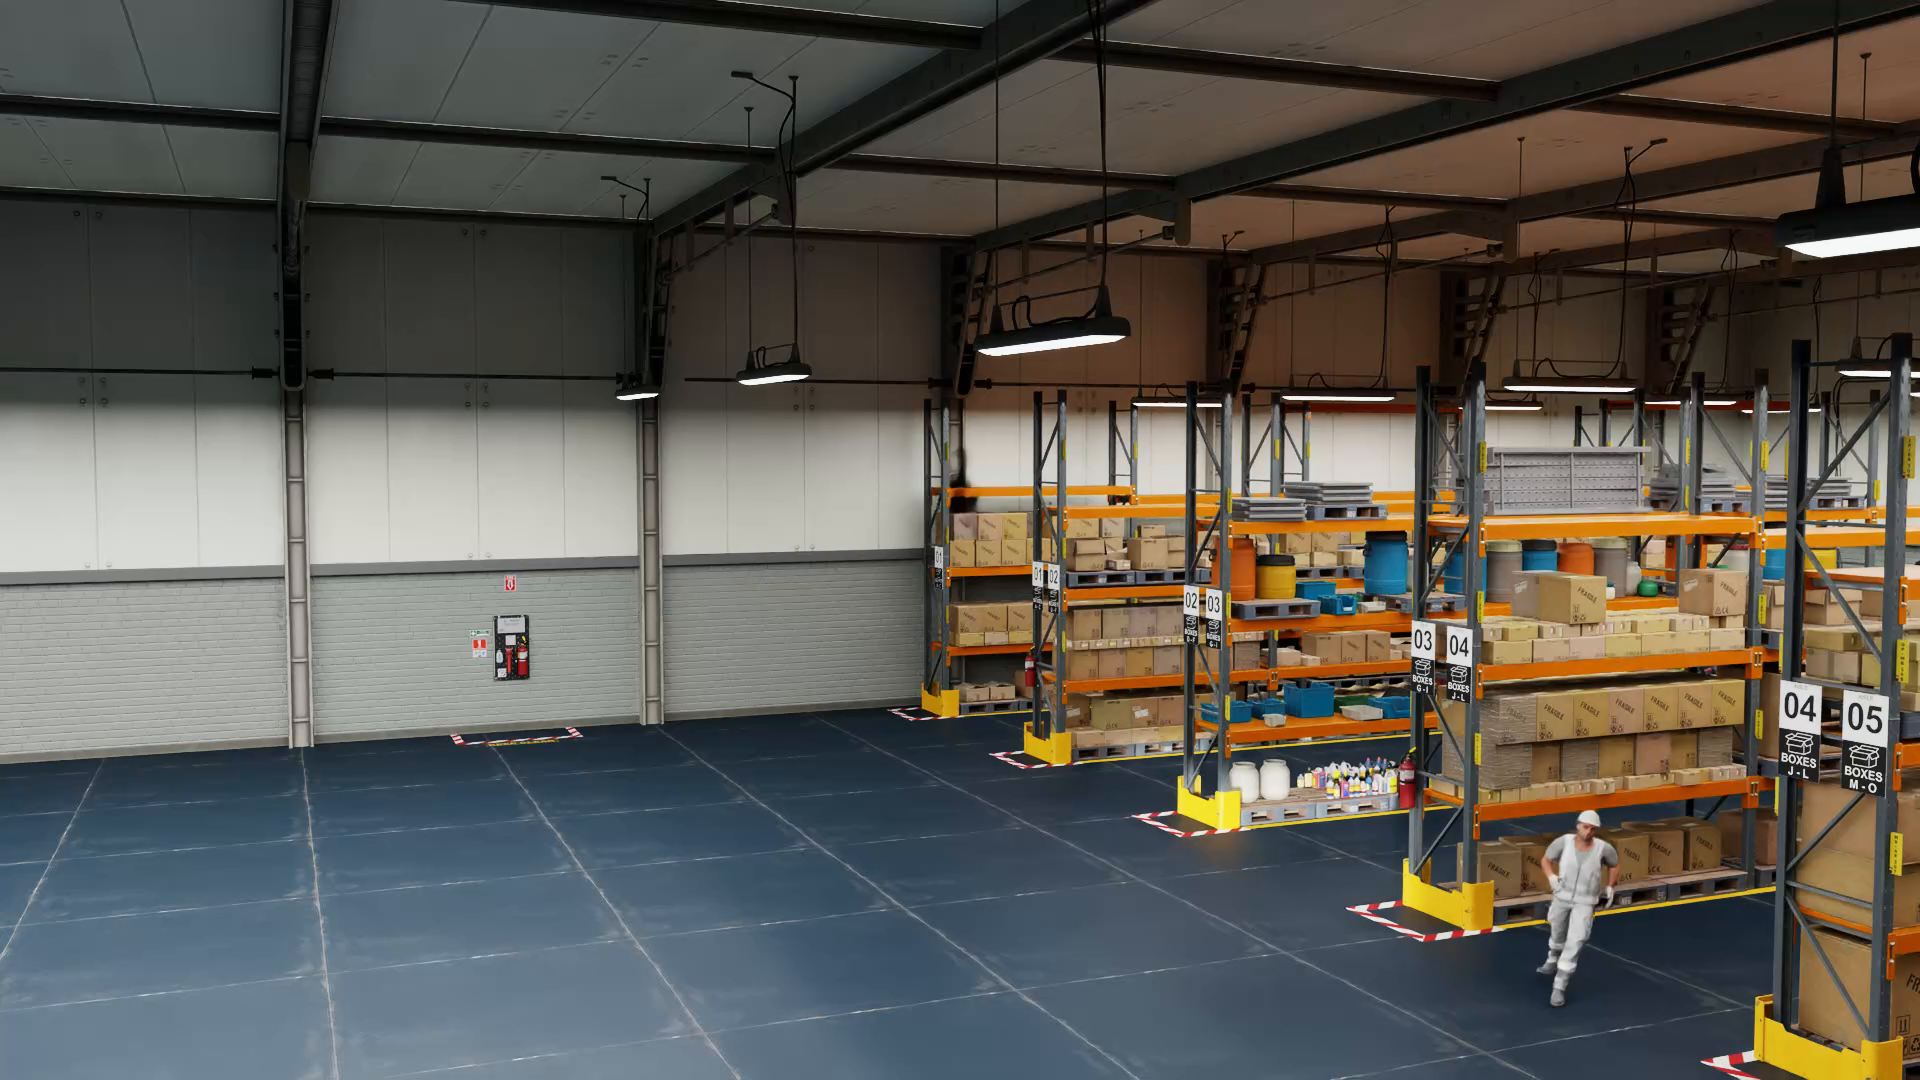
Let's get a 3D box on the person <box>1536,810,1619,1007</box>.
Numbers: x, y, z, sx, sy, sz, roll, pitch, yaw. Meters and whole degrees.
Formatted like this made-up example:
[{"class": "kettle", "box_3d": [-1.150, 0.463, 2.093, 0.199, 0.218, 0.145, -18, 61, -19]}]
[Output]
[{"class": "person", "box_3d": [5.709, 3.349, 15.459, 0.732, 1.741, 1.005, 2, 4, 28]}]
